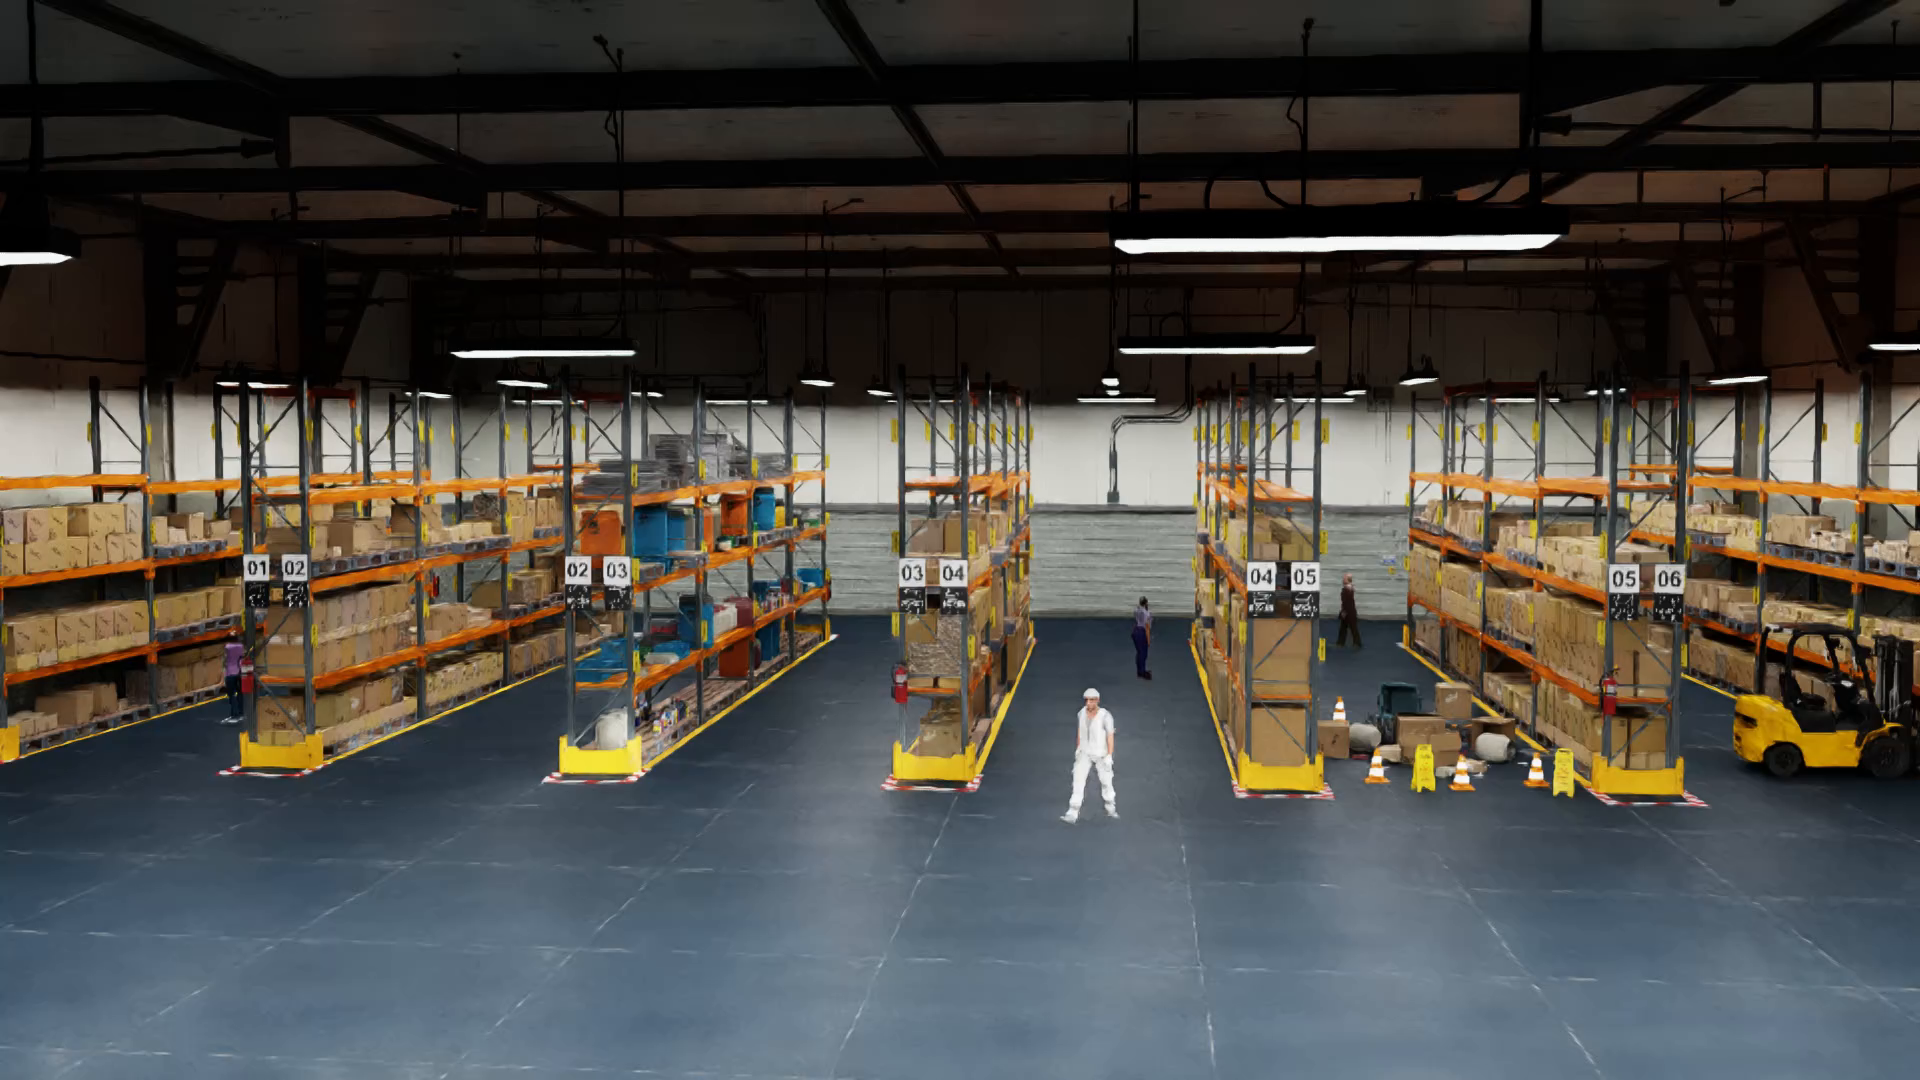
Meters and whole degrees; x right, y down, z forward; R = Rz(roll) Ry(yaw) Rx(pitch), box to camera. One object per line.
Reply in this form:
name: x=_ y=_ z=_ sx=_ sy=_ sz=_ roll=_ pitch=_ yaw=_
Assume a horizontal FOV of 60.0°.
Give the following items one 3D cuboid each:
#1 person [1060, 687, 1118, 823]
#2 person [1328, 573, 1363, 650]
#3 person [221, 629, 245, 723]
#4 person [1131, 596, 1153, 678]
person: x=1.686 y=2.754 z=21.368 sx=0.612 sy=1.743 sz=0.929 roll=2 pitch=4 yaw=30
person: x=8.918 y=1.697 z=38.401 sx=0.745 sy=1.639 sz=0.692 roll=0 pitch=4 yaw=2
person: x=-12.566 y=2.344 z=28.785 sx=0.497 sy=1.594 sz=0.515 roll=3 pitch=5 yaw=37
person: x=3.776 y=1.988 z=34.190 sx=0.483 sy=1.635 sz=0.622 roll=-2 pitch=4 yaw=-23
